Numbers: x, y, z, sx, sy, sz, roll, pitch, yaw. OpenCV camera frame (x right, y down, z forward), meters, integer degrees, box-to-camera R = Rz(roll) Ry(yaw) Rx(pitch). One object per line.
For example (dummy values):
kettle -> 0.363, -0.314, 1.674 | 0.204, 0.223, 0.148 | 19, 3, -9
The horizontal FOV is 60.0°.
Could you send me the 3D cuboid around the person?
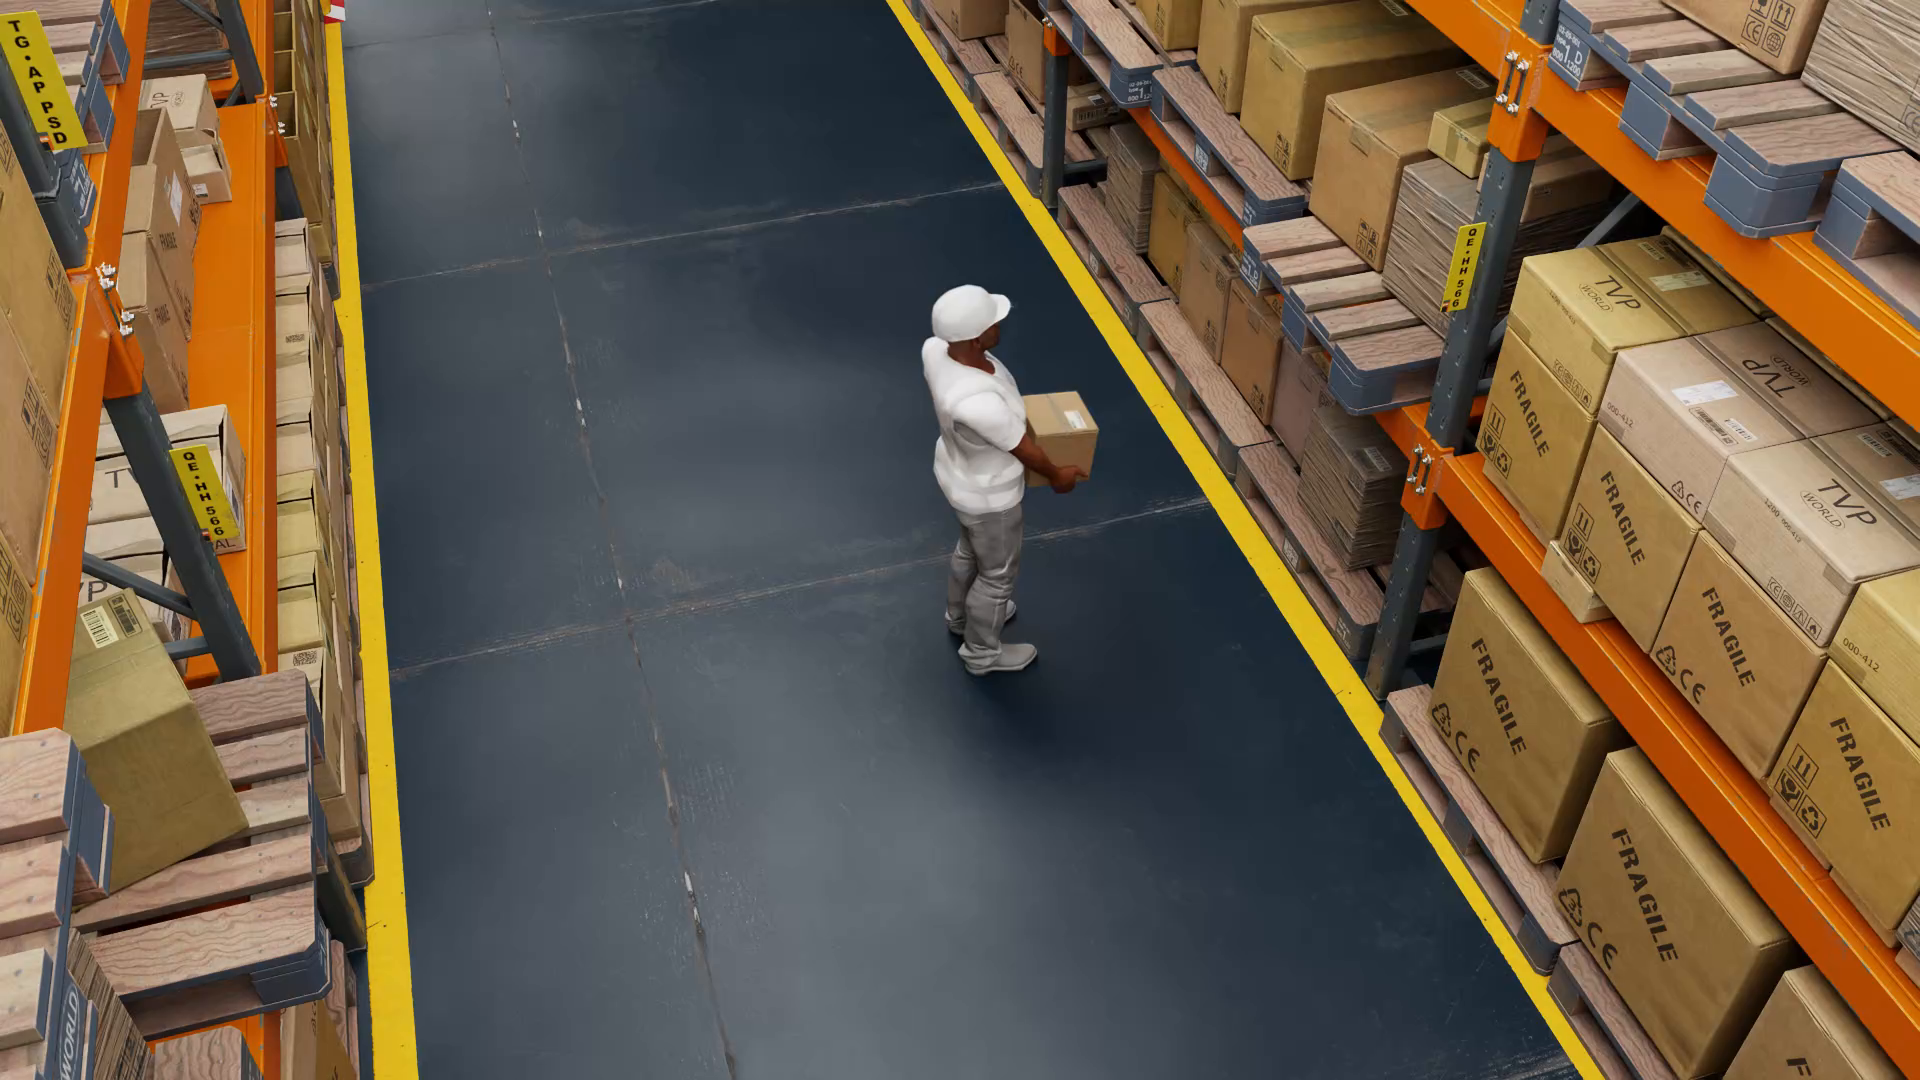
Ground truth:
person -> 0.170, -0.247, 6.421 | 0.577, 1.760, 0.503 | -11, 43, -12
